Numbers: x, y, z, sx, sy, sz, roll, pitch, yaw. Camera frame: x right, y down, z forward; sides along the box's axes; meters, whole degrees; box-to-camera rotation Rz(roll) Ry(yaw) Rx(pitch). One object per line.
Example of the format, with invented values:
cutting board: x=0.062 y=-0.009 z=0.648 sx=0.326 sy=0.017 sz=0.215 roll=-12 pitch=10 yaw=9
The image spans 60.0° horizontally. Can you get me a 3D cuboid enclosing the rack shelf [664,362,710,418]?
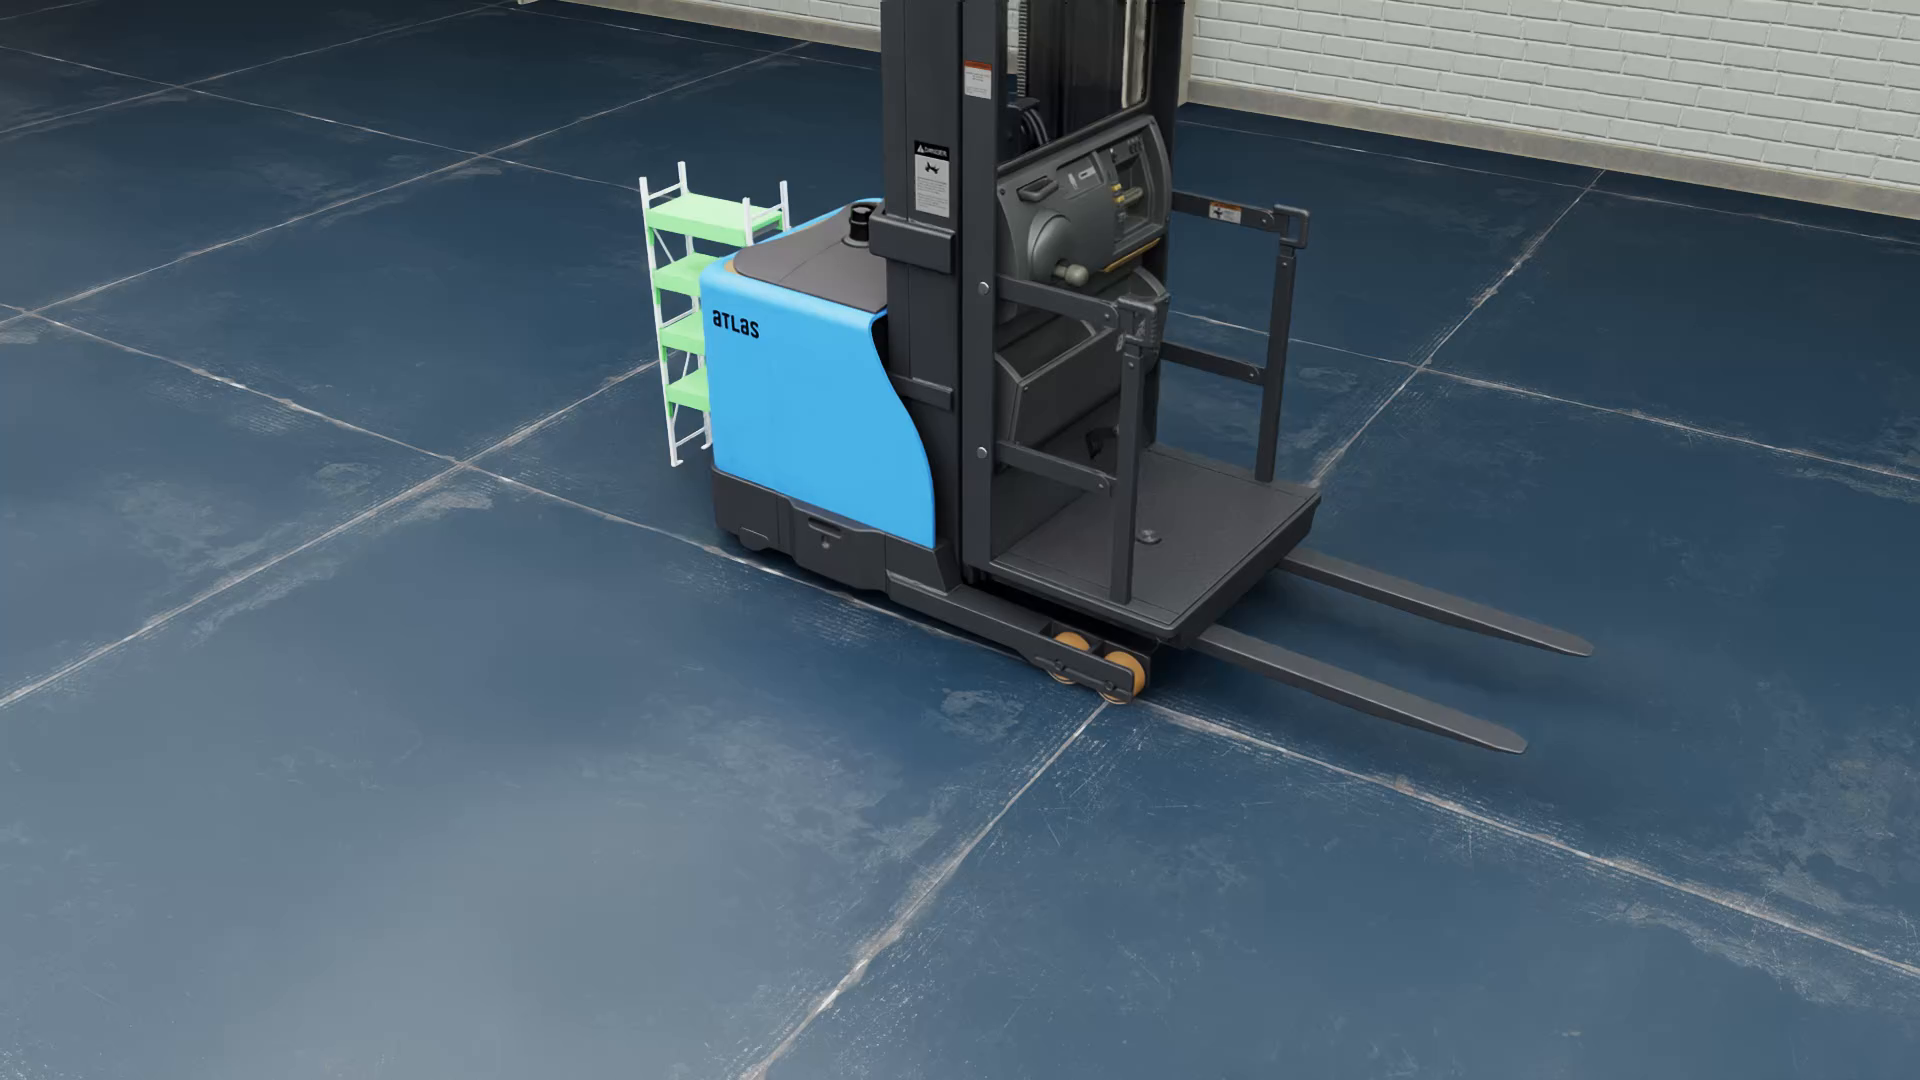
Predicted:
rack shelf: x=-0.900 y=-0.545 z=6.587 sx=0.480 sy=0.148 sz=0.258 roll=17 pitch=34 yaw=28

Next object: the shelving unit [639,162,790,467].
shelving unit: x=-0.904 y=-0.809 z=6.436 sx=0.503 sy=1.200 sz=0.258 roll=17 pitch=34 yaw=28

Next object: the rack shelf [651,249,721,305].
rack shelf: x=-0.907 y=-0.962 z=6.349 sx=0.480 sy=0.148 sz=0.258 roll=17 pitch=34 yaw=28

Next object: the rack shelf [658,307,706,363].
rack shelf: x=-0.903 y=-0.753 z=6.468 sx=0.480 sy=0.148 sz=0.258 roll=17 pitch=34 yaw=28

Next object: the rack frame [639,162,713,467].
rack frame: x=-1.111 y=-0.871 z=6.551 sx=0.015 sy=1.200 sz=0.240 roll=17 pitch=34 yaw=28

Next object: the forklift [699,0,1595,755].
forklift: x=0.574 y=-1.043 z=5.129 sx=3.031 sy=2.935 sz=1.130 roll=20 pitch=36 yaw=30

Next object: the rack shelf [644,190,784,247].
rack shelf: x=-0.911 y=-1.170 z=6.230 sx=0.480 sy=0.148 sz=0.258 roll=17 pitch=34 yaw=28

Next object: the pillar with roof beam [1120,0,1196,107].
pillar with roof beam: x=-0.965 y=-5.055 z=5.985 sx=0.400 sy=9.000 sz=9.100 roll=18 pitch=35 yaw=27

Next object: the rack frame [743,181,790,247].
rack frame: x=-0.698 y=-0.747 z=6.322 sx=0.015 sy=1.200 sz=0.240 roll=17 pitch=34 yaw=28
